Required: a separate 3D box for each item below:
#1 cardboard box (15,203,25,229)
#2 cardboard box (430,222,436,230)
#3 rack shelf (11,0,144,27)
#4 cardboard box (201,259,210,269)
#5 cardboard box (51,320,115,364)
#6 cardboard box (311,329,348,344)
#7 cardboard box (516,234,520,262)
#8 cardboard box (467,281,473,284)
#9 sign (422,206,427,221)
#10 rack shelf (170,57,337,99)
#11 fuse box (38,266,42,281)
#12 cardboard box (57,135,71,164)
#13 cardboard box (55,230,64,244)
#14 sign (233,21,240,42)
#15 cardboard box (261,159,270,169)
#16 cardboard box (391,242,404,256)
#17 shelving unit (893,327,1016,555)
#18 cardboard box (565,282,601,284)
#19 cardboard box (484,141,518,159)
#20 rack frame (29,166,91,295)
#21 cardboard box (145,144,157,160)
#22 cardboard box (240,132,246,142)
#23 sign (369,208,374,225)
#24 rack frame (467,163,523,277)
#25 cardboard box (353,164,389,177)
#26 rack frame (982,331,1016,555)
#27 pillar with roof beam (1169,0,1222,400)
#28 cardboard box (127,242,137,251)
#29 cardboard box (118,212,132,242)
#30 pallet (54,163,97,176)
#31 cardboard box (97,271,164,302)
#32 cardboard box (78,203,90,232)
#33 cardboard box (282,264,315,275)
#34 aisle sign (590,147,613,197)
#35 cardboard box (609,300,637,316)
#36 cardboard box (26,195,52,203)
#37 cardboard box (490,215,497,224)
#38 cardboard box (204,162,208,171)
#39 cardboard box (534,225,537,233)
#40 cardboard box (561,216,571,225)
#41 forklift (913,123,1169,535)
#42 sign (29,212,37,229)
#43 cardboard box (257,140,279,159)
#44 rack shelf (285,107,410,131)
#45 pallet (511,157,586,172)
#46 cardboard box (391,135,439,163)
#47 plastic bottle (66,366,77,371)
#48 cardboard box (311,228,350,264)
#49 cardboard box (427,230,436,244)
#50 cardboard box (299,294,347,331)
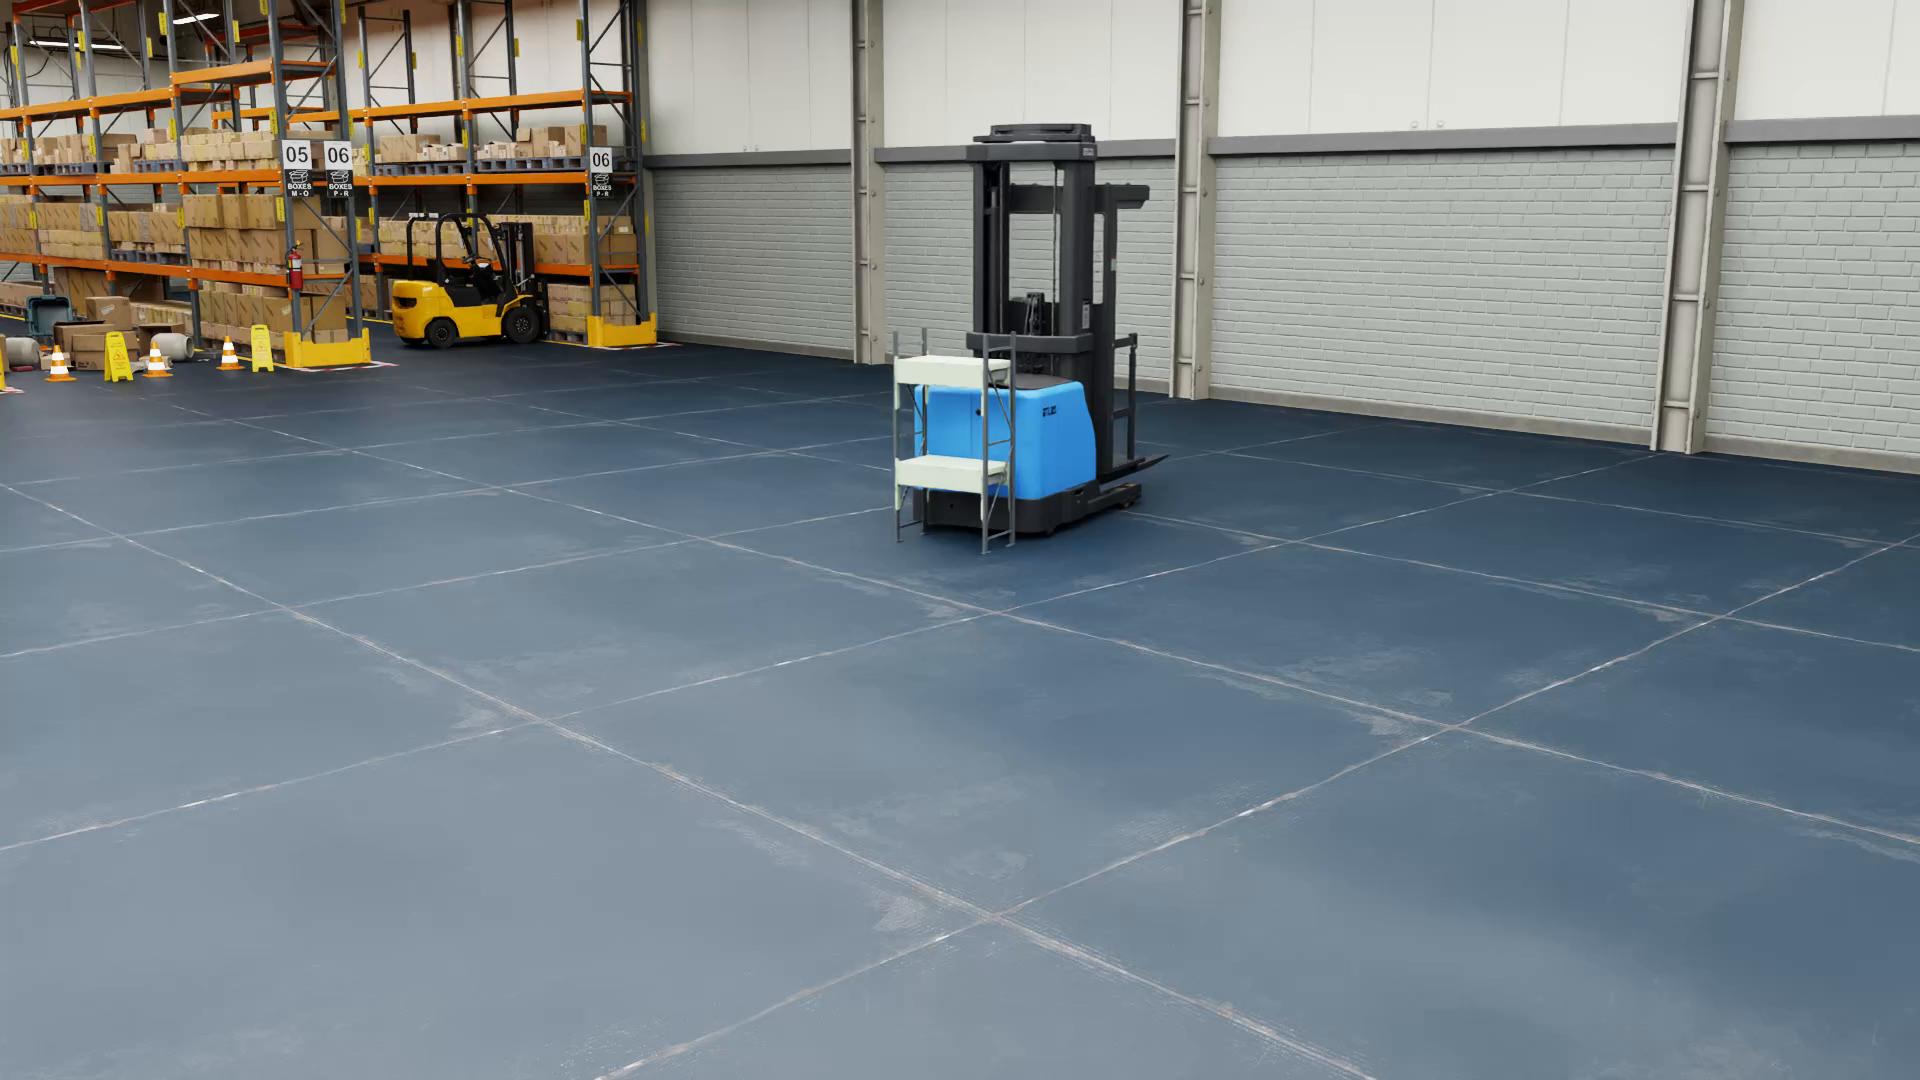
[{"bbox_3d":[-18.391,-6.442,33.021,0.500,0.500,0.500,-11,16,-43],"label":"cardboard box"},{"bbox_3d":[-9.709,-5.891,31.214,0.380,0.149,0.250,-11,16,-42],"label":"cardboard box"},{"bbox_3d":[-16.140,-9.720,30.335,1.077,0.370,4.000,-11,16,-43],"label":"rack shelf"},{"bbox_3d":[-11.799,-4.387,26.394,0.380,0.149,0.250,-10,15,-41],"label":"cardboard box"},{"bbox_3d":[-12.930,-2.929,24.546,0.797,0.637,0.503,-11,16,-43],"label":"cardboard box"},{"bbox_3d":[-9.591,-3.062,25.113,0.500,0.250,0.500,-11,16,-43],"label":"cardboard box"},{"bbox_3d":[-7.569,-5.123,29.096,0.500,0.500,0.500,-11,16,-43],"label":"cardboard box"},{"bbox_3d":[-9.307,-4.554,31.427,0.875,0.625,0.625,-11,16,-43],"label":"cardboard box"},{"bbox_3d":[-10.772,-6.551,33.407,0.100,0.325,0.005,-11,16,-43],"label":"sign"},{"bbox_3d":[-10.615,-6.923,25.004,1.077,0.370,4.000,-11,16,-43],"label":"rack shelf"},{"bbox_3d":[-22.574,-6.842,40.880,0.539,1.711,0.414,-11,16,-43],"label":"fuse box"},{"bbox_3d":[-16.185,-7.155,30.484,0.500,0.500,0.500,-11,16,-42],"label":"cardboard box"},{"bbox_3d":[-16.711,-5.716,31.356,0.500,0.250,0.500,-11,16,-42],"label":"cardboard box"},{"bbox_3d":[-11.591,-8.138,26.599,0.100,0.325,0.005,-11,16,-43],"label":"sign"},{"bbox_3d":[-9.878,-5.438,24.060,0.380,0.149,0.250,-11,16,-42],"label":"cardboard box"},{"bbox_3d":[-10.698,-5.660,32.322,0.500,0.250,0.500,-11,16,-44],"label":"cardboard box"},{"bbox_3d":[-0.040,-0.708,11.630,0.755,1.500,0.431,7,14,31],"label":"shelving unit"},{"bbox_3d":[-6.527,-4.331,28.795,0.500,0.250,0.500,-11,16,-43],"label":"cardboard box"},{"bbox_3d":[-8.010,-6.847,29.213,0.500,0.311,0.500,-10,16,-41],"label":"cardboard box"},{"bbox_3d":[-17.521,-5.798,32.620,1.000,3.000,0.127,-11,16,-43],"label":"rack frame"},{"bbox_3d":[-13.201,-6.446,27.663,0.500,0.250,0.500,-11,16,-42],"label":"cardboard box"},{"bbox_3d":[-10.484,-5.992,24.774,0.250,0.149,0.380,11,16,44],"label":"cardboard box"},{"bbox_3d":[-11.557,-6.358,32.664,0.100,0.325,0.005,-11,16,-43],"label":"sign"},{"bbox_3d":[-8.409,-5.323,30.313,1.000,3.000,0.127,-11,16,-43],"label":"rack frame"},{"bbox_3d":[-11.701,-7.343,33.058,0.500,0.250,0.500,11,16,43],"label":"cardboard box"},{"bbox_3d":[0.270,-0.668,11.439,0.023,1.500,0.400,7,14,31],"label":"rack frame"},{"bbox_3d":[-0.302,-5.553,16.565,9.100,9.000,0.400,-11,16,-43],"label":"pillar with roof beam"},{"bbox_3d":[-14.167,-5.088,28.757,0.380,0.149,0.250,-11,16,-42],"label":"cardboard box"},{"bbox_3d":[-14.250,-5.442,28.864,0.500,0.500,0.500,-10,15,-40],"label":"cardboard box"},{"bbox_3d":[-16.016,-6.840,30.713,1.003,0.211,1.213,-10,15,-40],"label":"pallet"},{"bbox_3d":[-15.175,-4.492,30.504,0.875,0.875,0.875,-11,16,-43],"label":"cardboard box"},{"bbox_3d":[-15.665,-5.866,30.223,0.500,0.500,0.500,-11,16,-42],"label":"cardboard box"},{"bbox_3d":[-9.647,-3.948,24.265,0.380,0.149,0.250,-10,15,-41],"label":"cardboard box"},{"bbox_3d":[-5.813,-5.962,26.972,0.394,0.787,0.004,-11,16,-43],"label":"aisle sign"},{"bbox_3d":[-5.821,-3.940,28.138,0.500,0.250,0.500,-11,16,-42],"label":"cardboard box"},{"bbox_3d":[-17.964,-6.655,32.446,0.380,0.149,0.250,-11,16,-44],"label":"cardboard box"},{"bbox_3d":[-8.144,-5.724,29.669,0.380,0.149,0.250,-11,16,-42],"label":"cardboard box"},{"bbox_3d":[-11.567,-5.830,25.965,0.380,0.149,0.250,-11,16,-43],"label":"cardboard box"},{"bbox_3d":[-7.099,-5.350,28.590,0.380,0.149,0.250,-11,16,-43],"label":"cardboard box"},{"bbox_3d":[-6.439,-5.340,27.806,0.380,0.149,0.250,-10,16,-41],"label":"cardboard box"},{"bbox_3d":[0.799,-1.726,13.027,1.130,2.935,3.031,6,13,28],"label":"forklift"},{"bbox_3d":[-17.921,-6.183,32.148,0.100,0.325,0.005,-11,16,-43],"label":"sign"},{"bbox_3d":[-9.782,-5.625,23.982,0.500,0.250,0.500,-11,16,-43],"label":"cardboard box"},{"bbox_3d":[-12.552,-8.588,34.071,1.077,0.370,4.000,-11,16,-43],"label":"rack shelf"},{"bbox_3d":[-6.963,-6.450,28.569,1.003,0.211,1.213,-11,16,-43],"label":"pallet"},{"bbox_3d":[-10.426,-7.480,31.814,0.700,0.500,0.500,-11,16,-44],"label":"cardboard box"},{"bbox_3d":[-12.664,-2.430,23.555,0.283,0.061,0.133,6,13,26],"label":"plastic bottle"},{"bbox_3d":[-9.360,-4.349,24.603,0.500,0.500,0.500,-11,16,-43],"label":"cardboard box"},{"bbox_3d":[-9.642,-5.680,31.178,0.500,0.250,0.500,-10,16,-41],"label":"cardboard box"},{"bbox_3d":[-9.608,-3.433,25.054,0.500,0.500,0.500,11,16,43],"label":"cardboard box"}]
